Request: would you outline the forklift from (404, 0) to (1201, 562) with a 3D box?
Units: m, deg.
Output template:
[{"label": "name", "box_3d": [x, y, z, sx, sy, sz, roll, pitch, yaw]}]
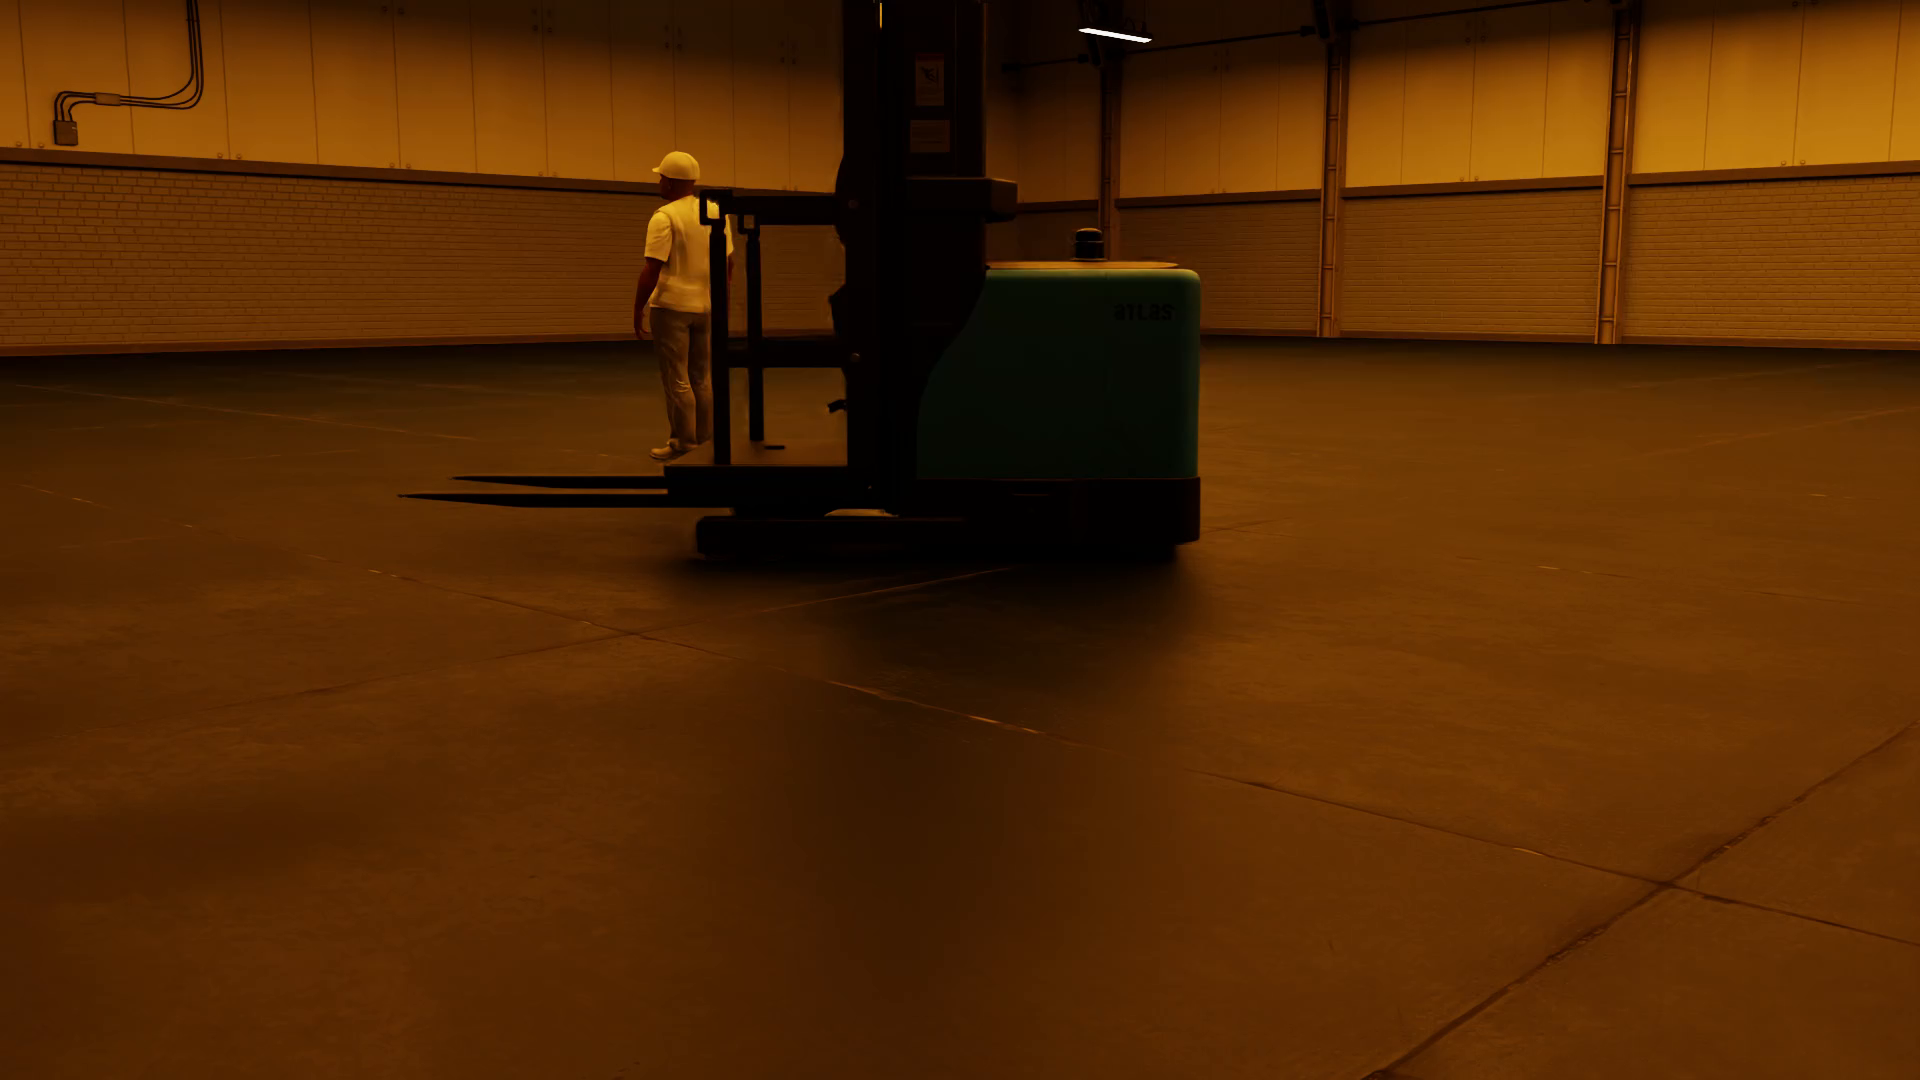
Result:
[{"label": "forklift", "box_3d": [-0.611, -1.447, 6.485, 3.031, 2.935, 1.130, 0, 9, 0]}]

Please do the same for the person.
[{"label": "person", "box_3d": [-1.653, -1.341, 9.640, 0.576, 1.766, 0.665, 7, 11, 40]}]
